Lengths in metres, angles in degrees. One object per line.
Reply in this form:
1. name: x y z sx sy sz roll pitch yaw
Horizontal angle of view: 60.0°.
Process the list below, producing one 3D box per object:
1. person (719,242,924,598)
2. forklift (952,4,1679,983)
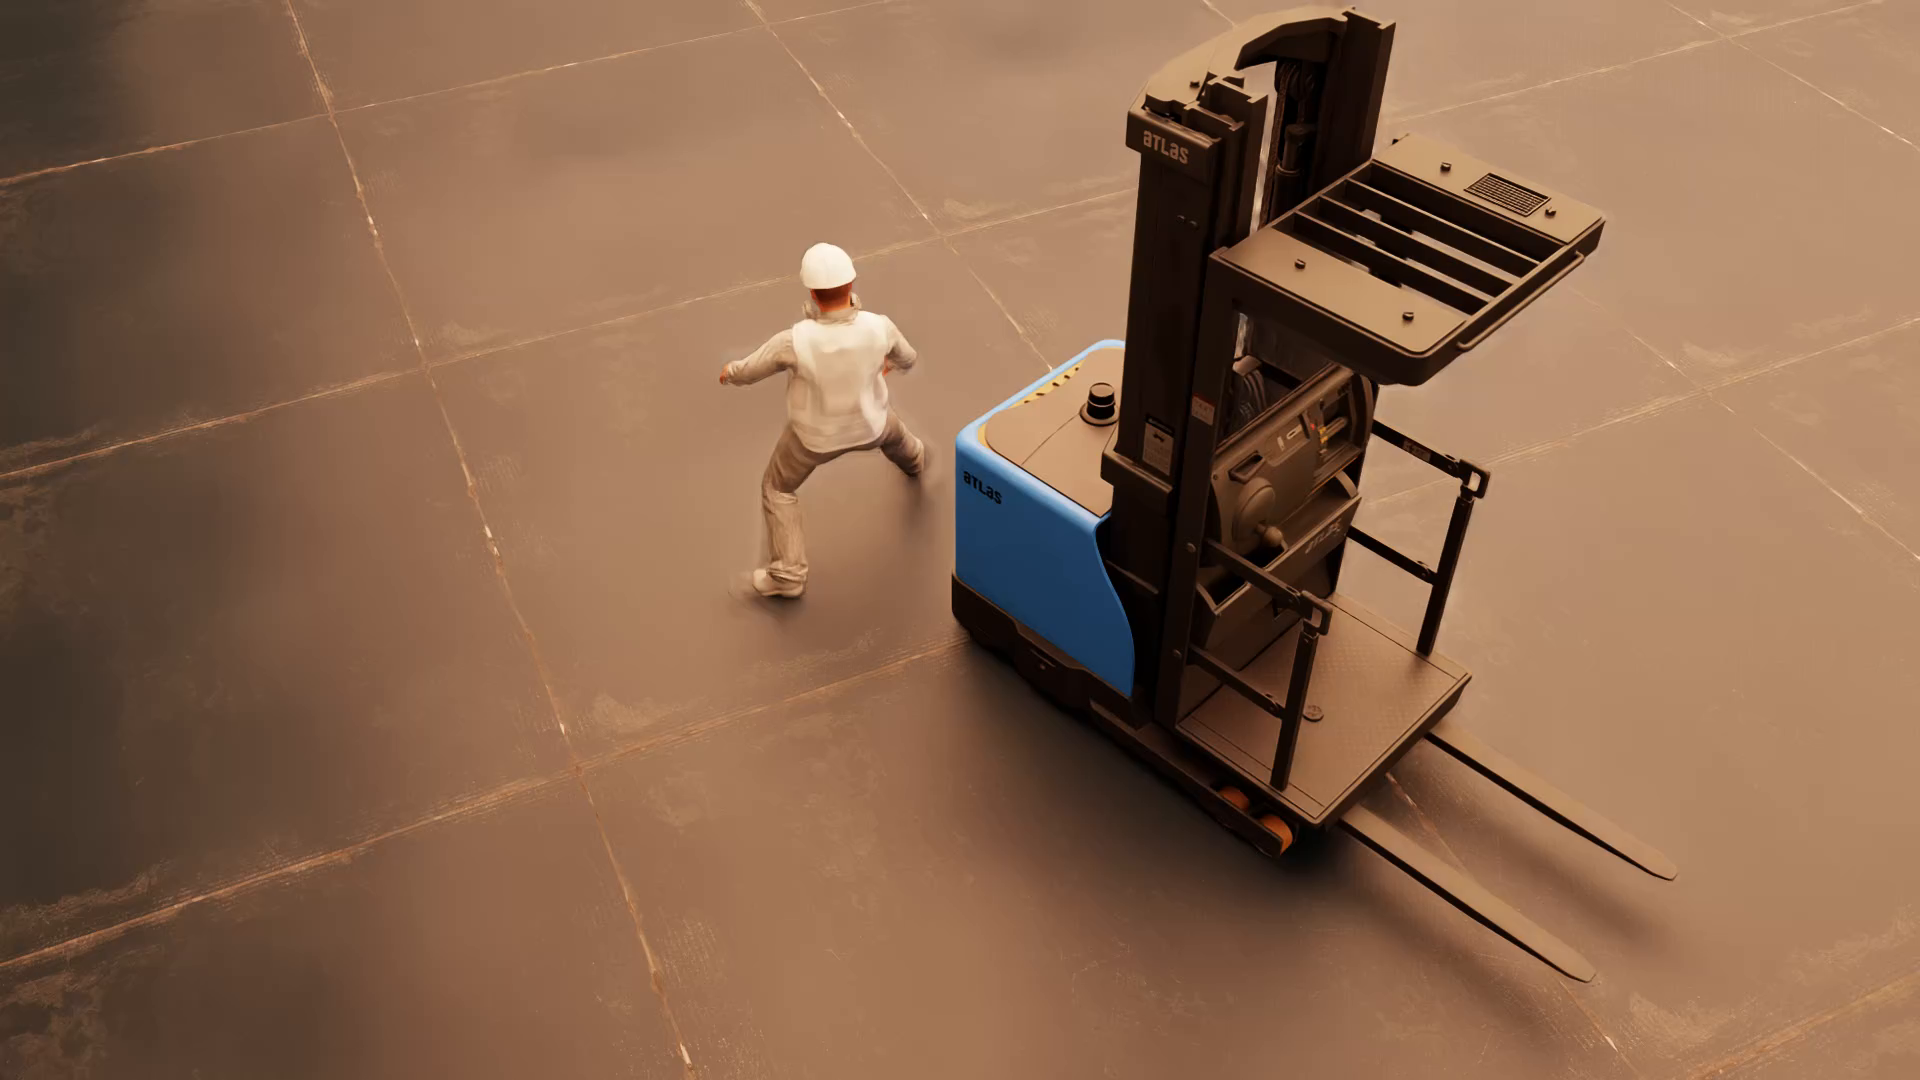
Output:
1. person: -0.569 -0.674 7.390 0.995 1.638 0.982 -12 44 -12
2. forklift: 1.364 -0.241 5.939 3.031 2.935 1.130 34 53 31
